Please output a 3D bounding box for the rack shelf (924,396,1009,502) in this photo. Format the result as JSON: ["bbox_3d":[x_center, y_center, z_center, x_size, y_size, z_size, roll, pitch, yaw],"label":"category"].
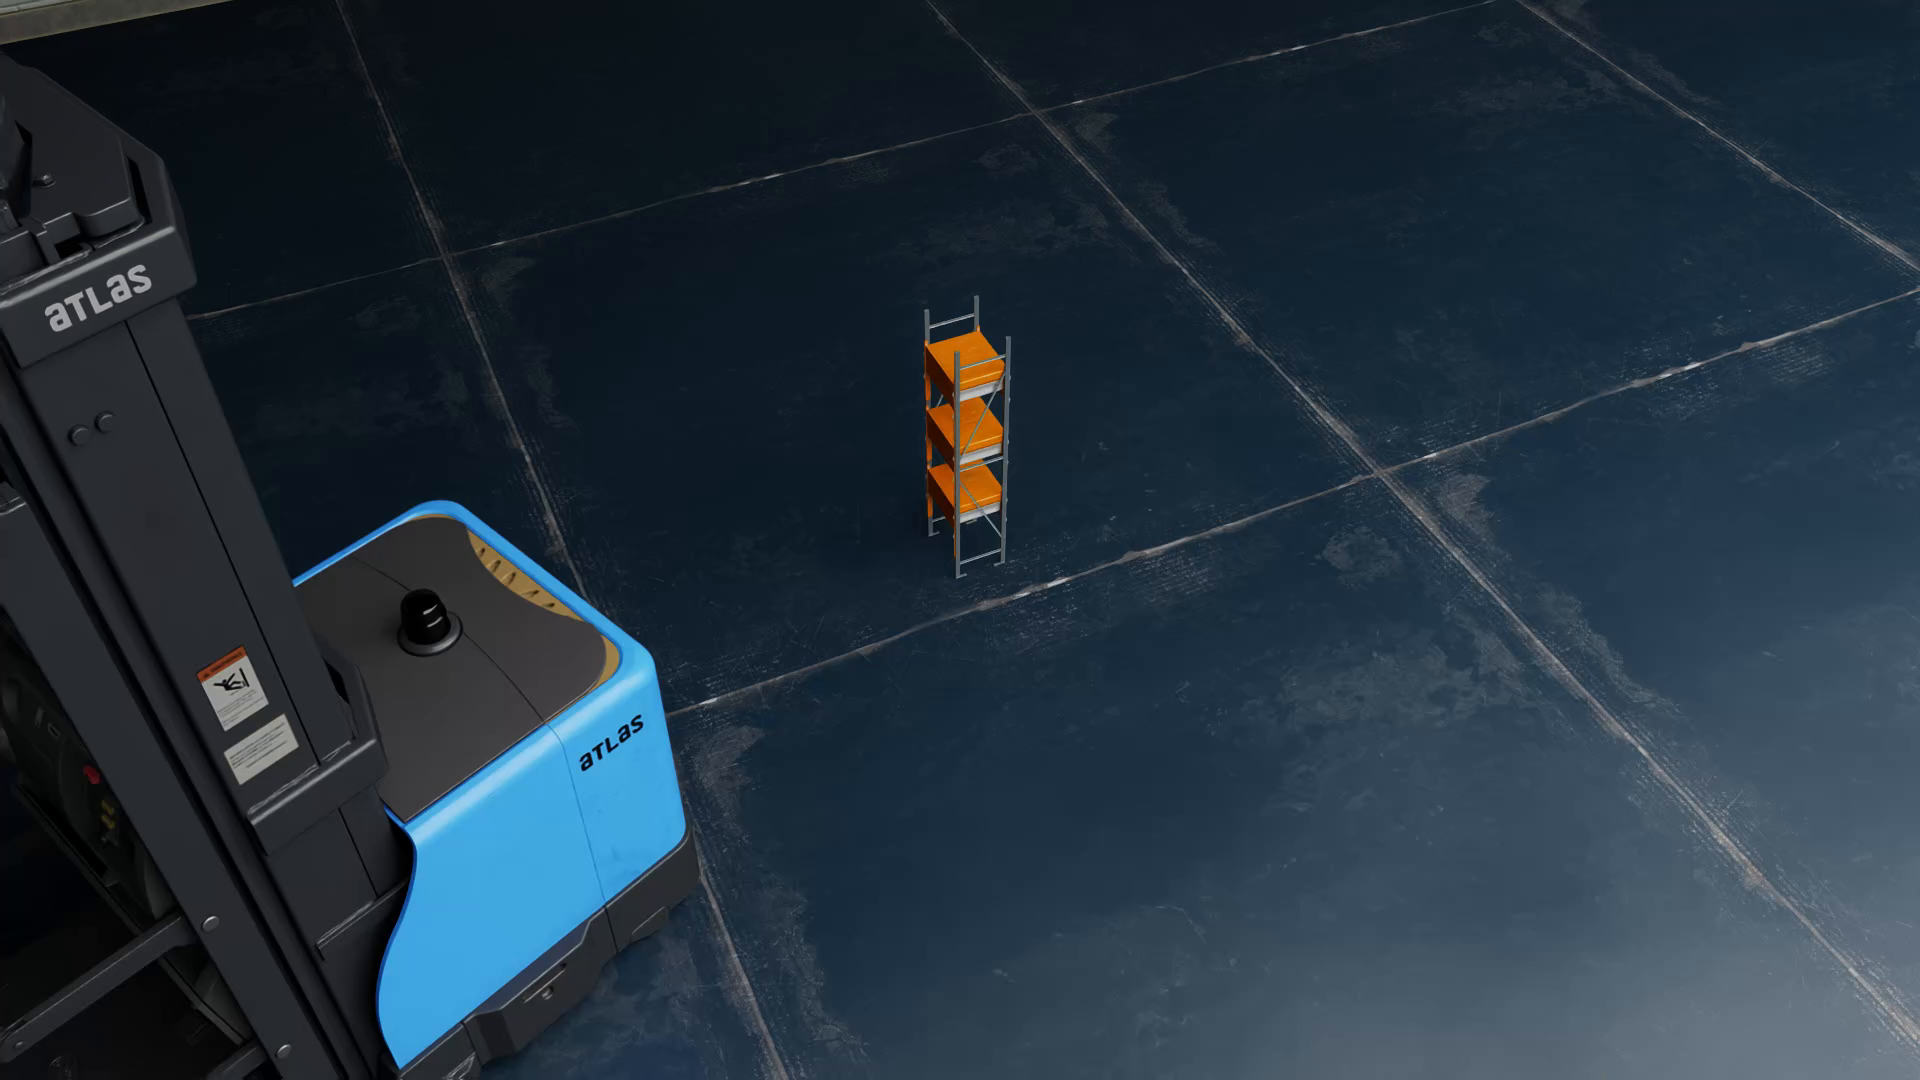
[{"bbox_3d":[0.022,-0.332,5.854,0.215,0.259,0.240,-18,47,-17],"label":"rack shelf"}]

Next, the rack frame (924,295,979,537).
[{"bbox_3d":[-0.029,-0.417,5.926,0.200,1.050,0.008,-18,47,-17],"label":"rack frame"}]

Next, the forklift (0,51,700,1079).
[{"bbox_3d":[-2.163,0.570,3.585,1.130,2.935,3.031,33,53,29],"label":"forklift"}]

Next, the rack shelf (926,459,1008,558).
[{"bbox_3d":[0.022,-0.134,6.049,0.215,0.259,0.240,-18,47,-17],"label":"rack shelf"}]

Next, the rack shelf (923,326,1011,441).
[{"bbox_3d":[0.022,-0.534,5.655,0.215,0.259,0.240,-18,47,-17],"label":"rack shelf"}]

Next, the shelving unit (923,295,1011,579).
[{"bbox_3d":[0.022,-0.340,5.847,0.215,1.050,0.252,-18,47,-17],"label":"shelving unit"}]

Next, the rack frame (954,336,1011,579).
[{"bbox_3d":[0.074,-0.262,5.768,0.200,1.050,0.008,-18,47,-17],"label":"rack frame"}]
